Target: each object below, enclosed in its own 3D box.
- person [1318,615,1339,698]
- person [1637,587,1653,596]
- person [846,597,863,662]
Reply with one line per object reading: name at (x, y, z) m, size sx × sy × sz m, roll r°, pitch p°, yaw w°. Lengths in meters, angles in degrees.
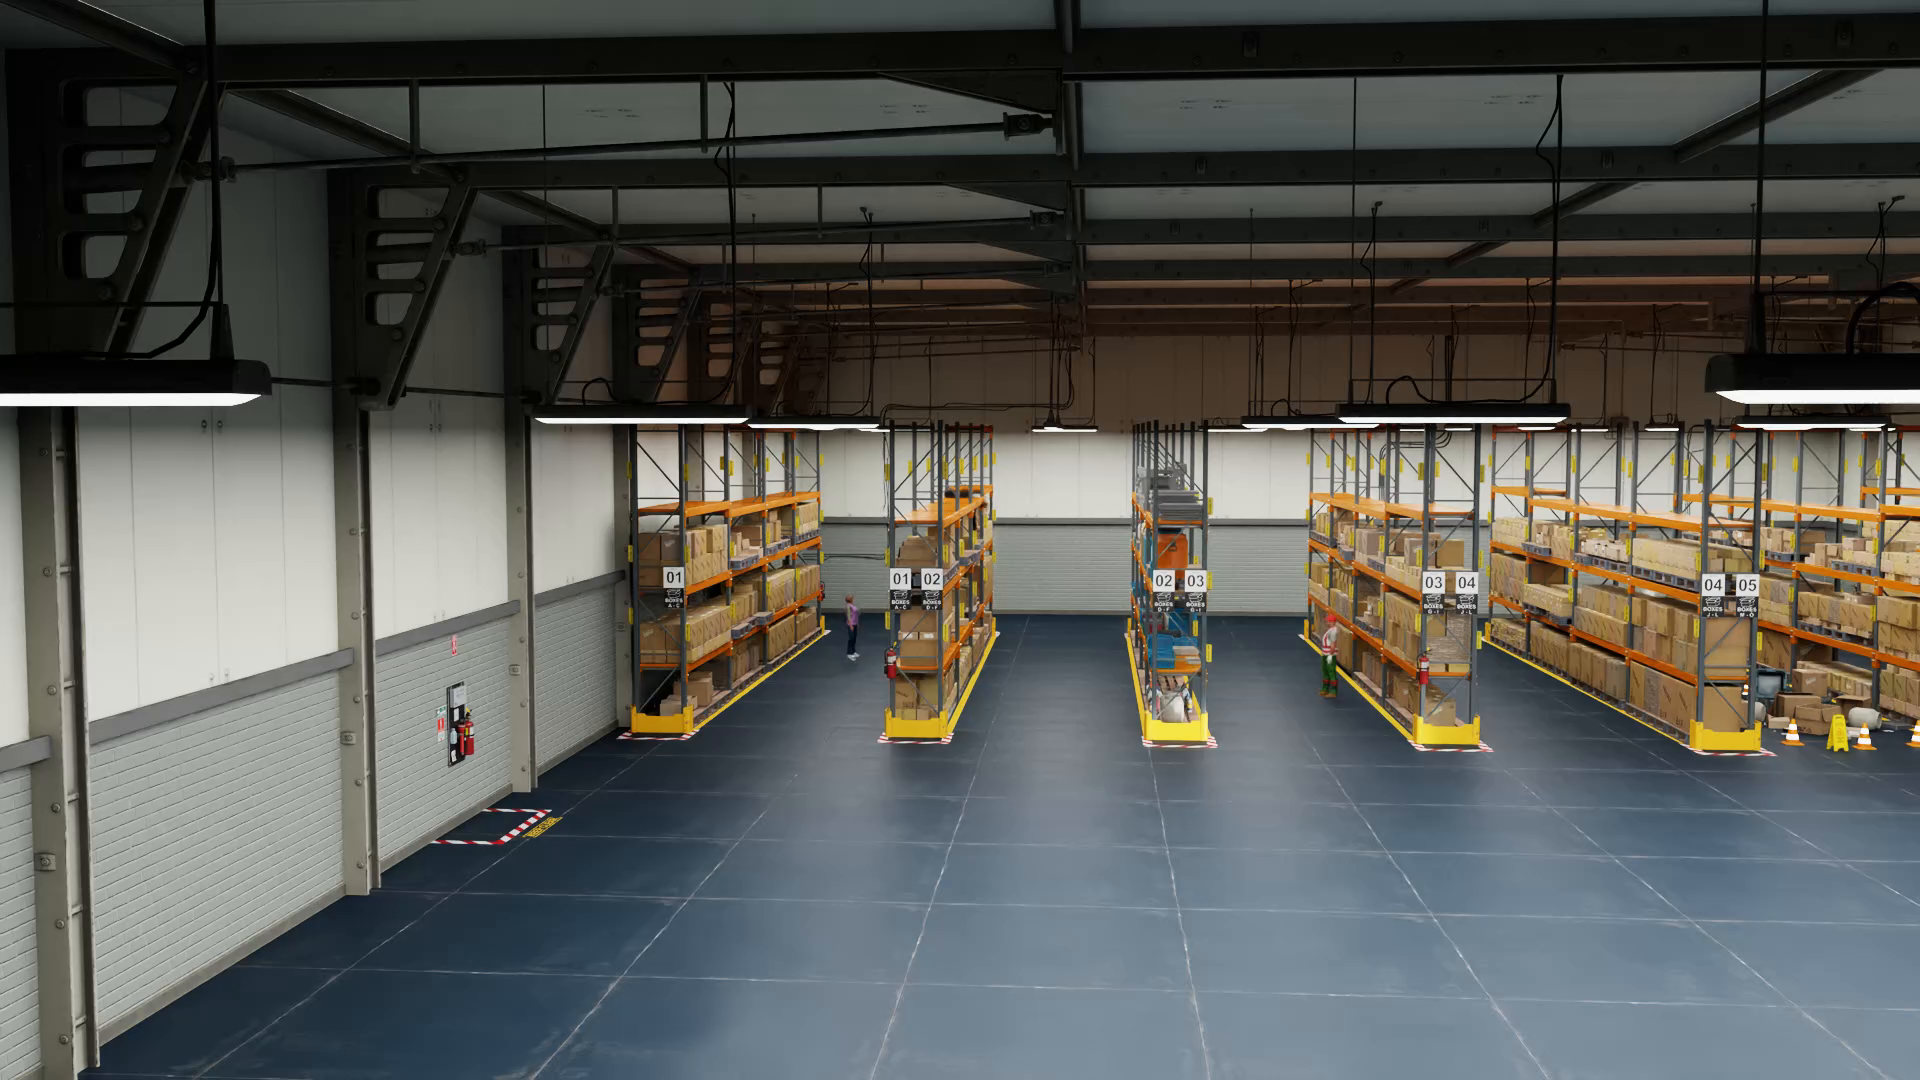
person at (8.074, 2.528, 36.356) m, size 0.420 × 1.790 × 0.586 m, roll -1°, pitch 4°, yaw -12°
person at (19.926, 1.799, 48.413) m, size 0.961 × 1.725 × 0.628 m, roll -1°, pitch 4°, yaw -14°
person at (-2.670, 2.225, 41.841) m, size 0.388 × 1.624 × 0.531 m, roll 2°, pitch 4°, yaw 26°
